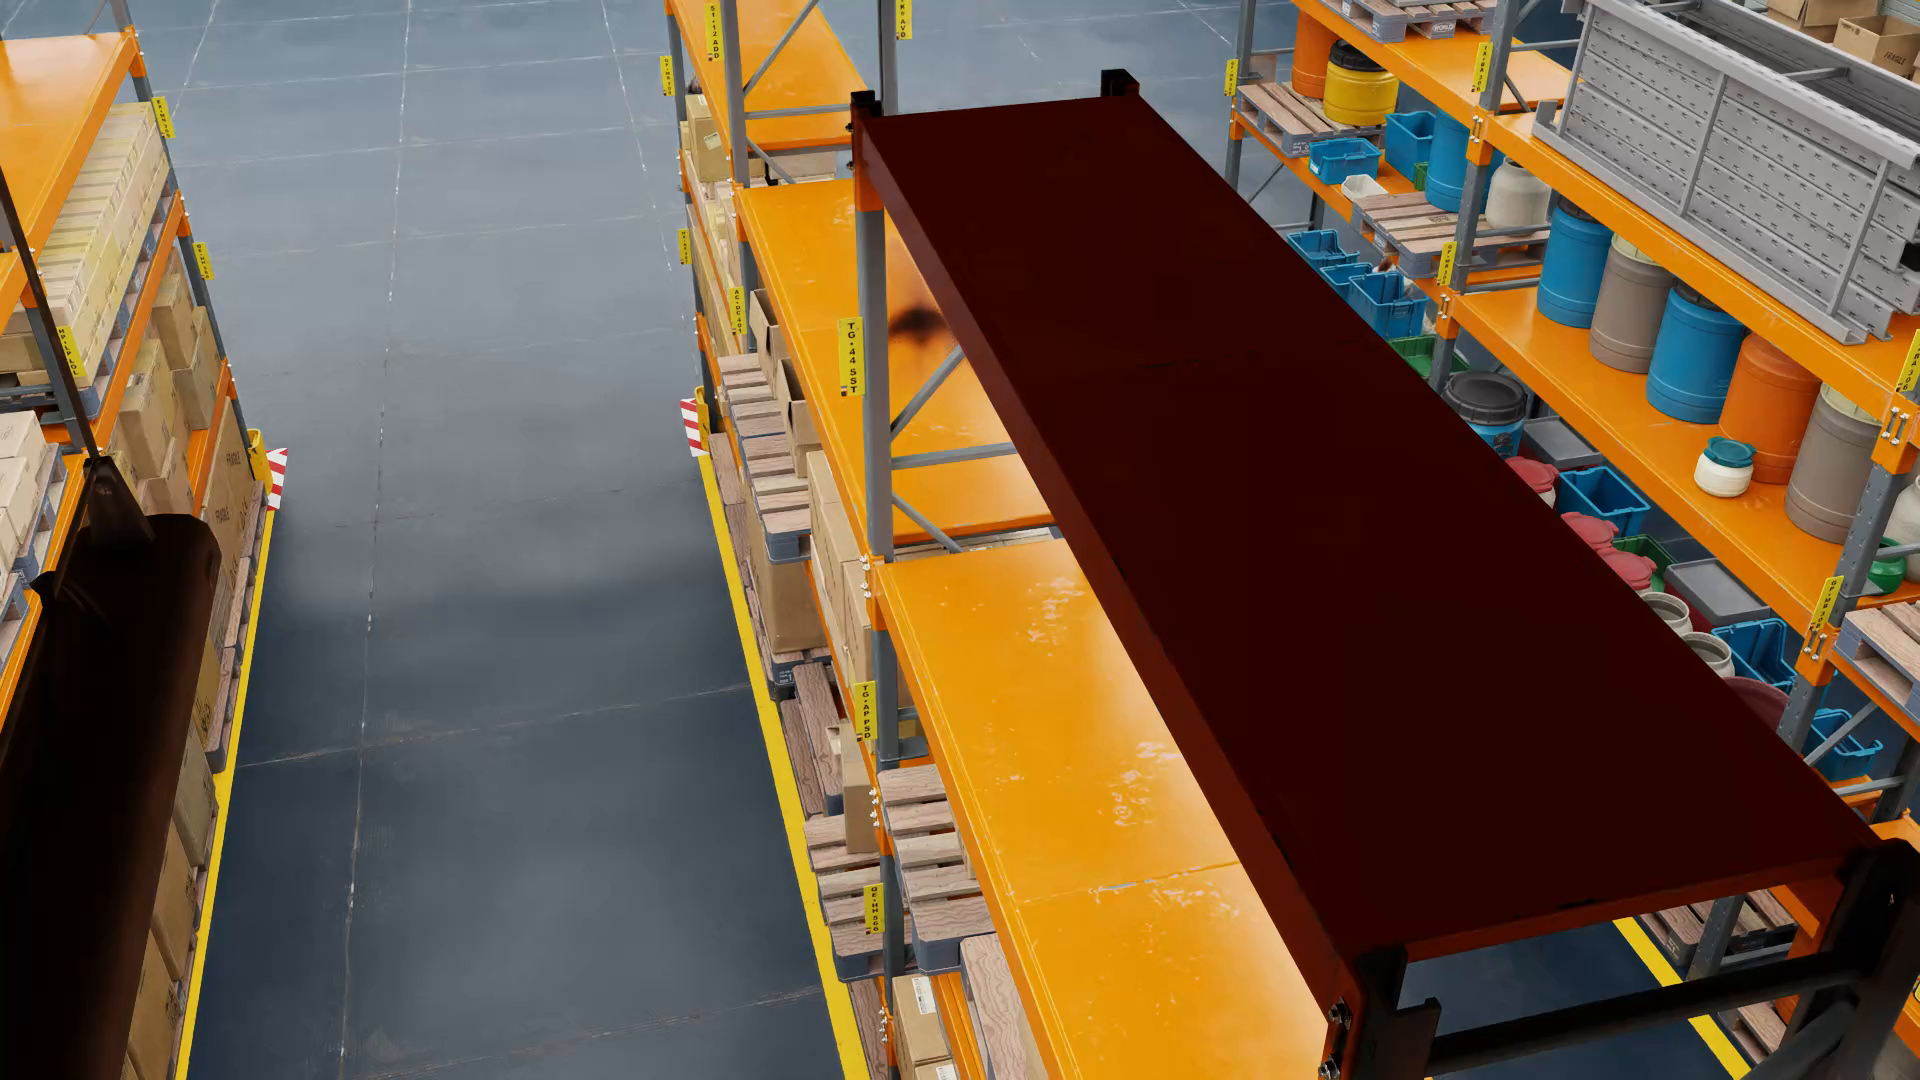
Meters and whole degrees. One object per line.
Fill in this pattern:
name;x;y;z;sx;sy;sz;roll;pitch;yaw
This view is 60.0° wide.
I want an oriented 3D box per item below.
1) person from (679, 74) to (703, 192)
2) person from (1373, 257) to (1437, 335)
person;-3.010;-5.005;19.862;0.821;1.772;0.633;7;35;10
person;4.363;-2.573;16.338;0.725;1.764;0.652;-25;42;-32
